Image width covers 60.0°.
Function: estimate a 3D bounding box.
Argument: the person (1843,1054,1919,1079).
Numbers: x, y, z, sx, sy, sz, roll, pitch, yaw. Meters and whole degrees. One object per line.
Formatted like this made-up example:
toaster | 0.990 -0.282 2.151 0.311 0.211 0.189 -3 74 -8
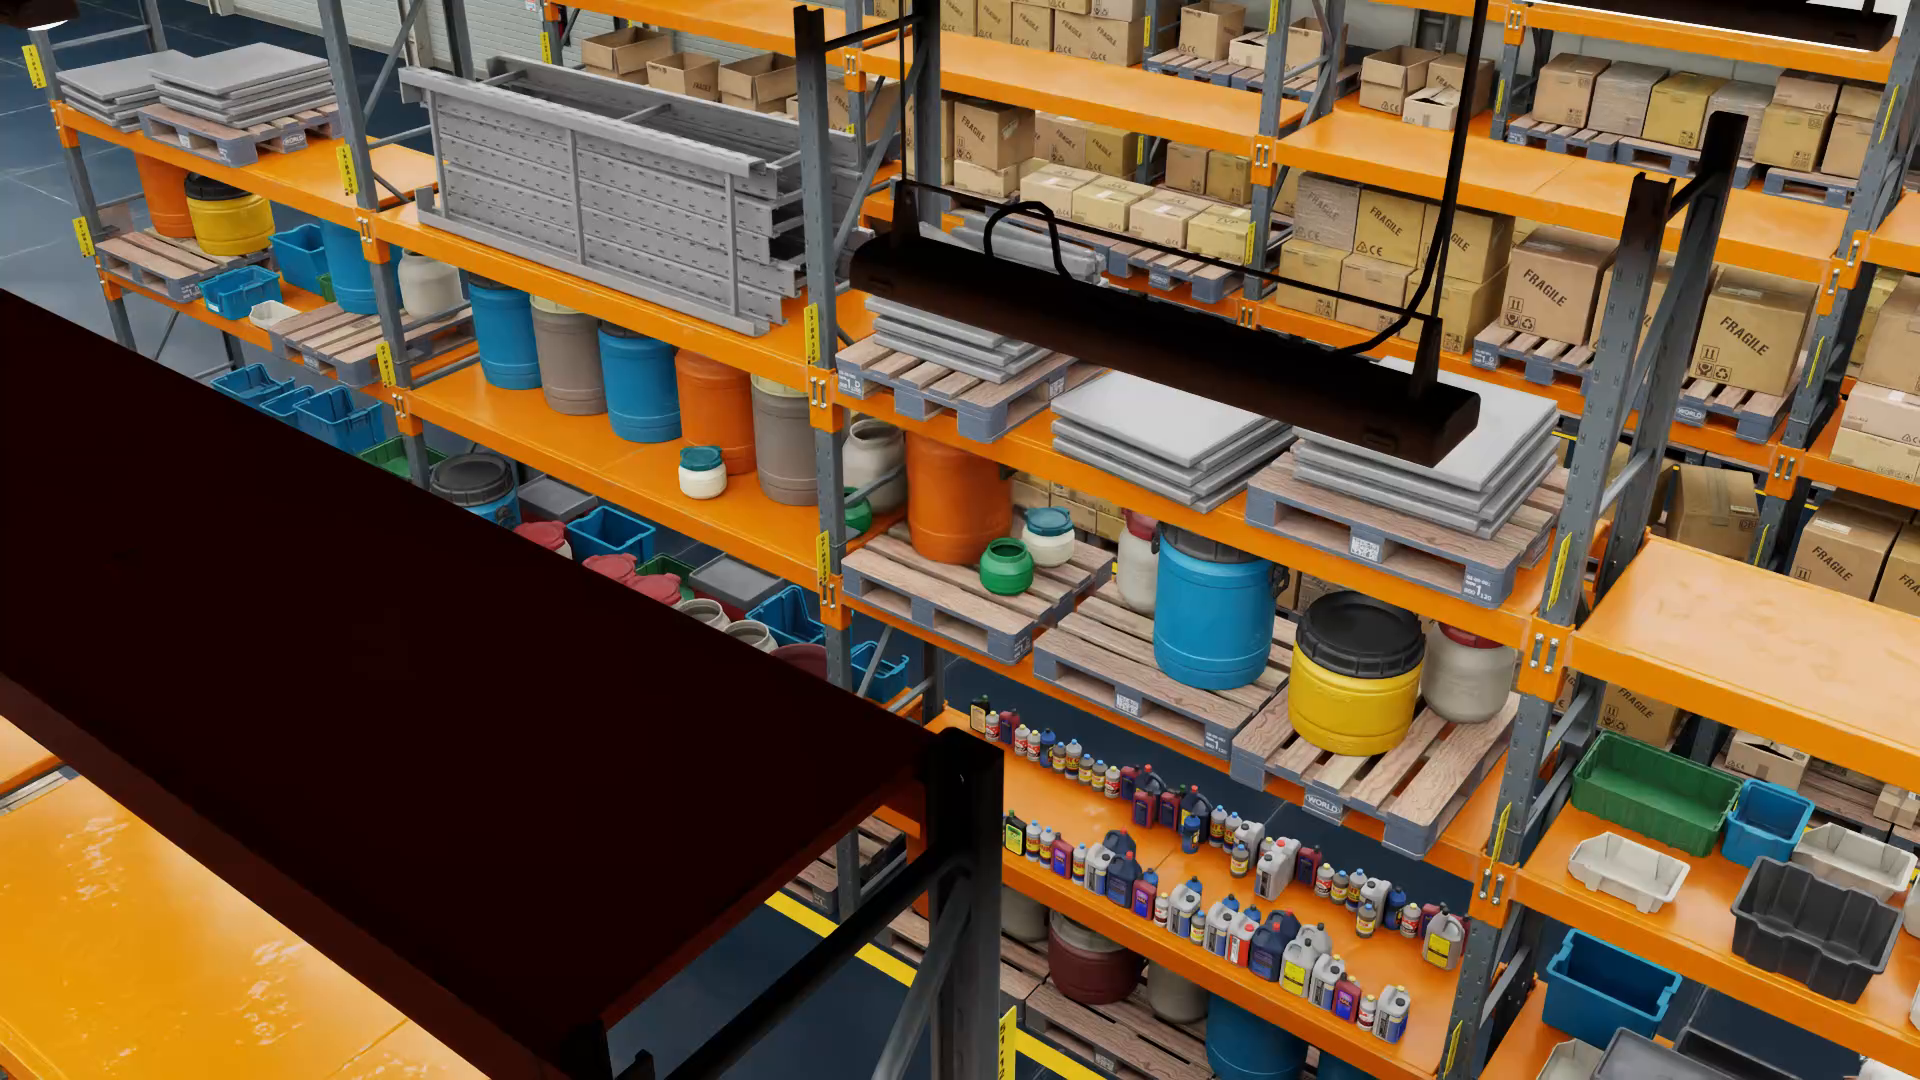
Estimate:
person | 4.741 3.053 8.598 0.578 1.718 1.205 -13 34 -20
